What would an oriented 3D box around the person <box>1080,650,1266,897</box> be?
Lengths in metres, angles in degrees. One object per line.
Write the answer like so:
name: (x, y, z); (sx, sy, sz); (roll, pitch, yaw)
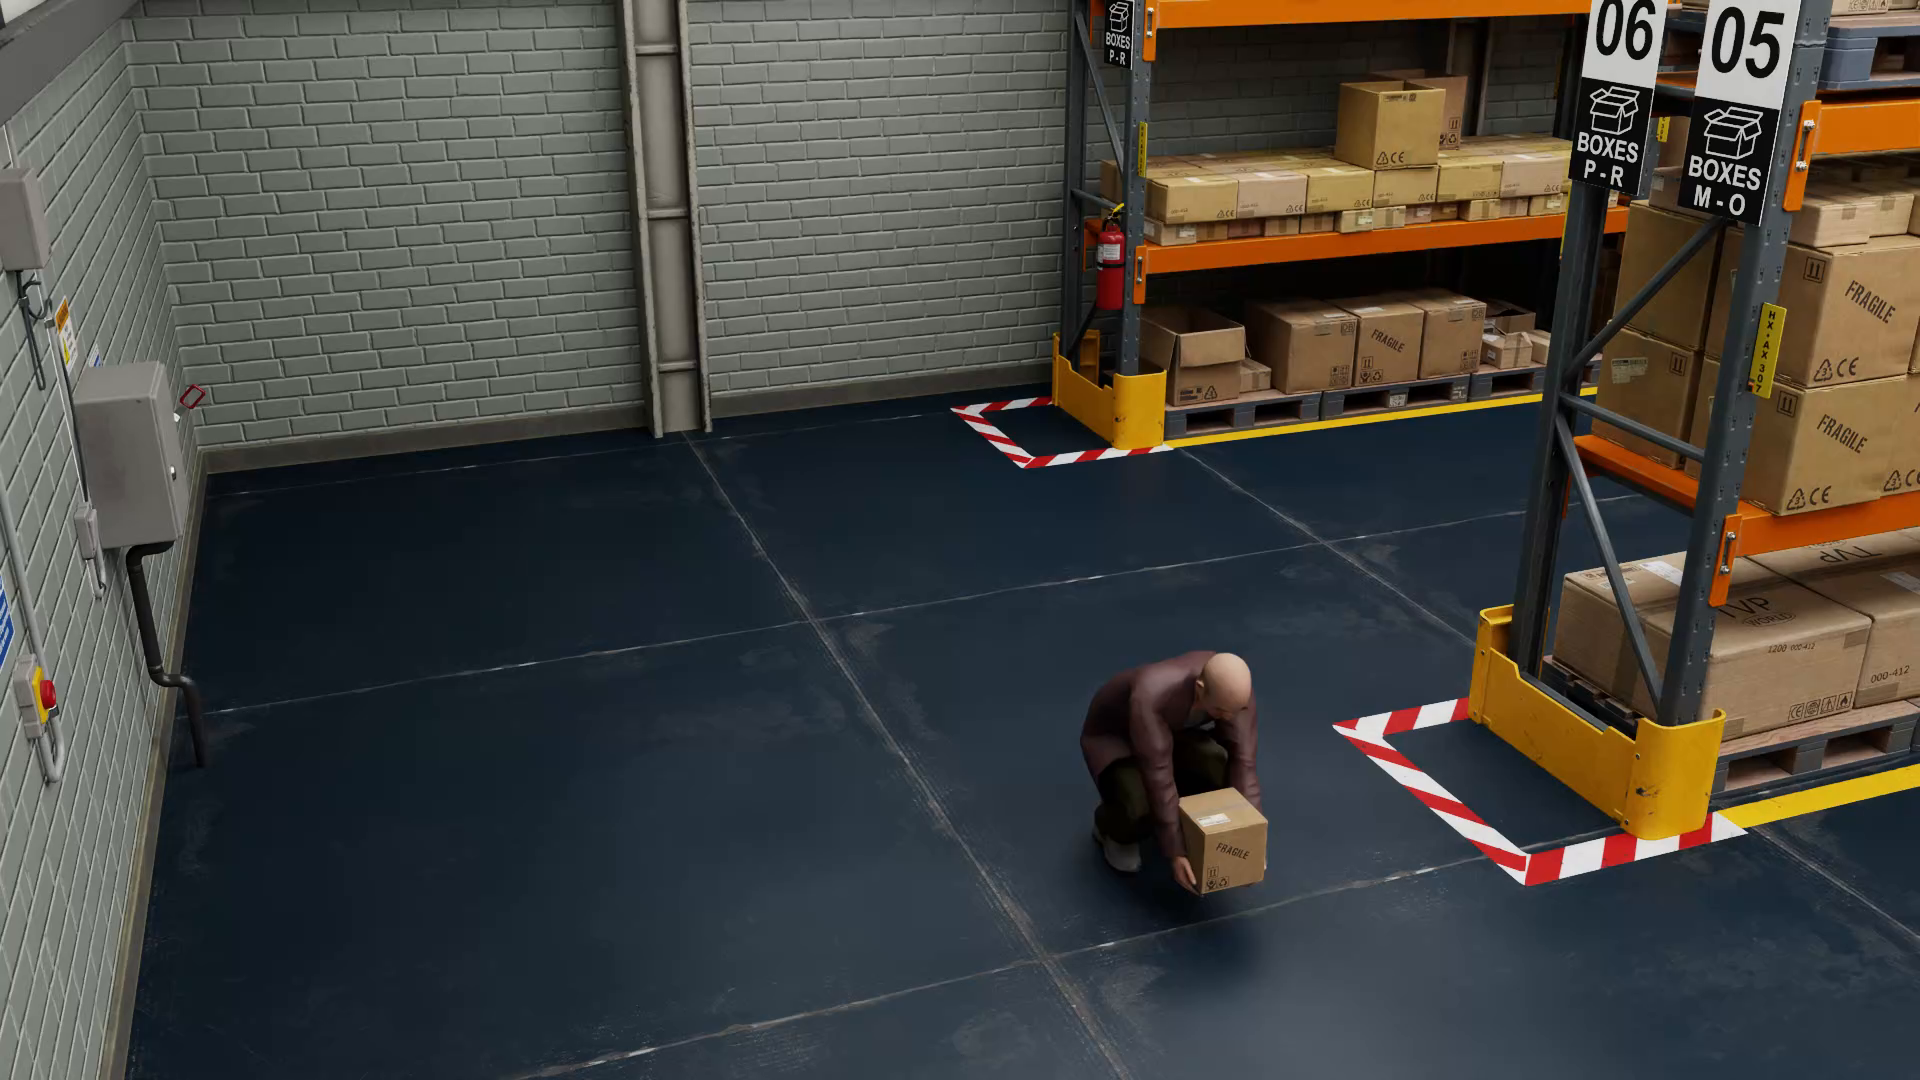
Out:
person: (0.799, 0.792, 6.203); (0.584, 1.006, 0.917); (-9, 24, -20)
